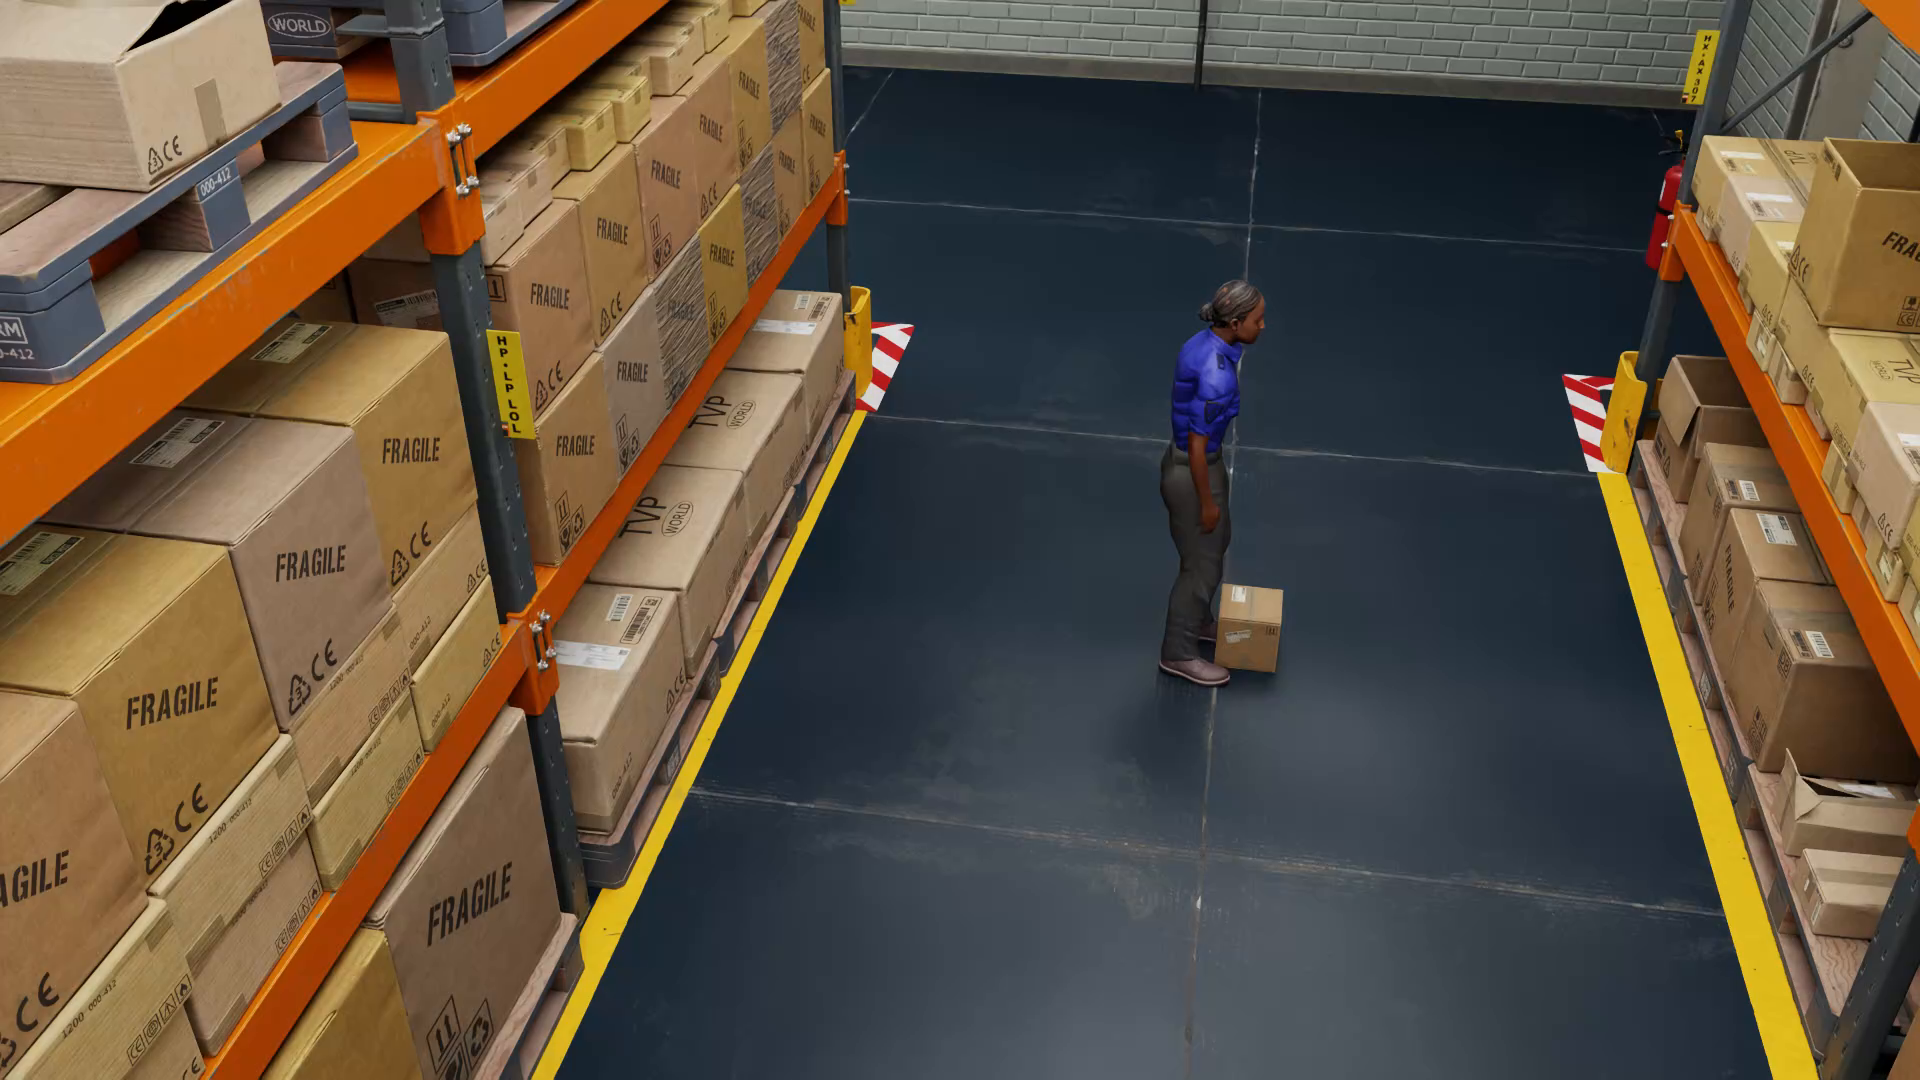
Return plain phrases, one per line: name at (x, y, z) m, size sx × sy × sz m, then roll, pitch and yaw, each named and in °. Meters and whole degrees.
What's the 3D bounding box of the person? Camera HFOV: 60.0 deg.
person at (0.985, -0.239, 6.518) m, size 0.402 × 1.653 × 0.517 m, roll 4°, pitch 33°, yaw 6°
